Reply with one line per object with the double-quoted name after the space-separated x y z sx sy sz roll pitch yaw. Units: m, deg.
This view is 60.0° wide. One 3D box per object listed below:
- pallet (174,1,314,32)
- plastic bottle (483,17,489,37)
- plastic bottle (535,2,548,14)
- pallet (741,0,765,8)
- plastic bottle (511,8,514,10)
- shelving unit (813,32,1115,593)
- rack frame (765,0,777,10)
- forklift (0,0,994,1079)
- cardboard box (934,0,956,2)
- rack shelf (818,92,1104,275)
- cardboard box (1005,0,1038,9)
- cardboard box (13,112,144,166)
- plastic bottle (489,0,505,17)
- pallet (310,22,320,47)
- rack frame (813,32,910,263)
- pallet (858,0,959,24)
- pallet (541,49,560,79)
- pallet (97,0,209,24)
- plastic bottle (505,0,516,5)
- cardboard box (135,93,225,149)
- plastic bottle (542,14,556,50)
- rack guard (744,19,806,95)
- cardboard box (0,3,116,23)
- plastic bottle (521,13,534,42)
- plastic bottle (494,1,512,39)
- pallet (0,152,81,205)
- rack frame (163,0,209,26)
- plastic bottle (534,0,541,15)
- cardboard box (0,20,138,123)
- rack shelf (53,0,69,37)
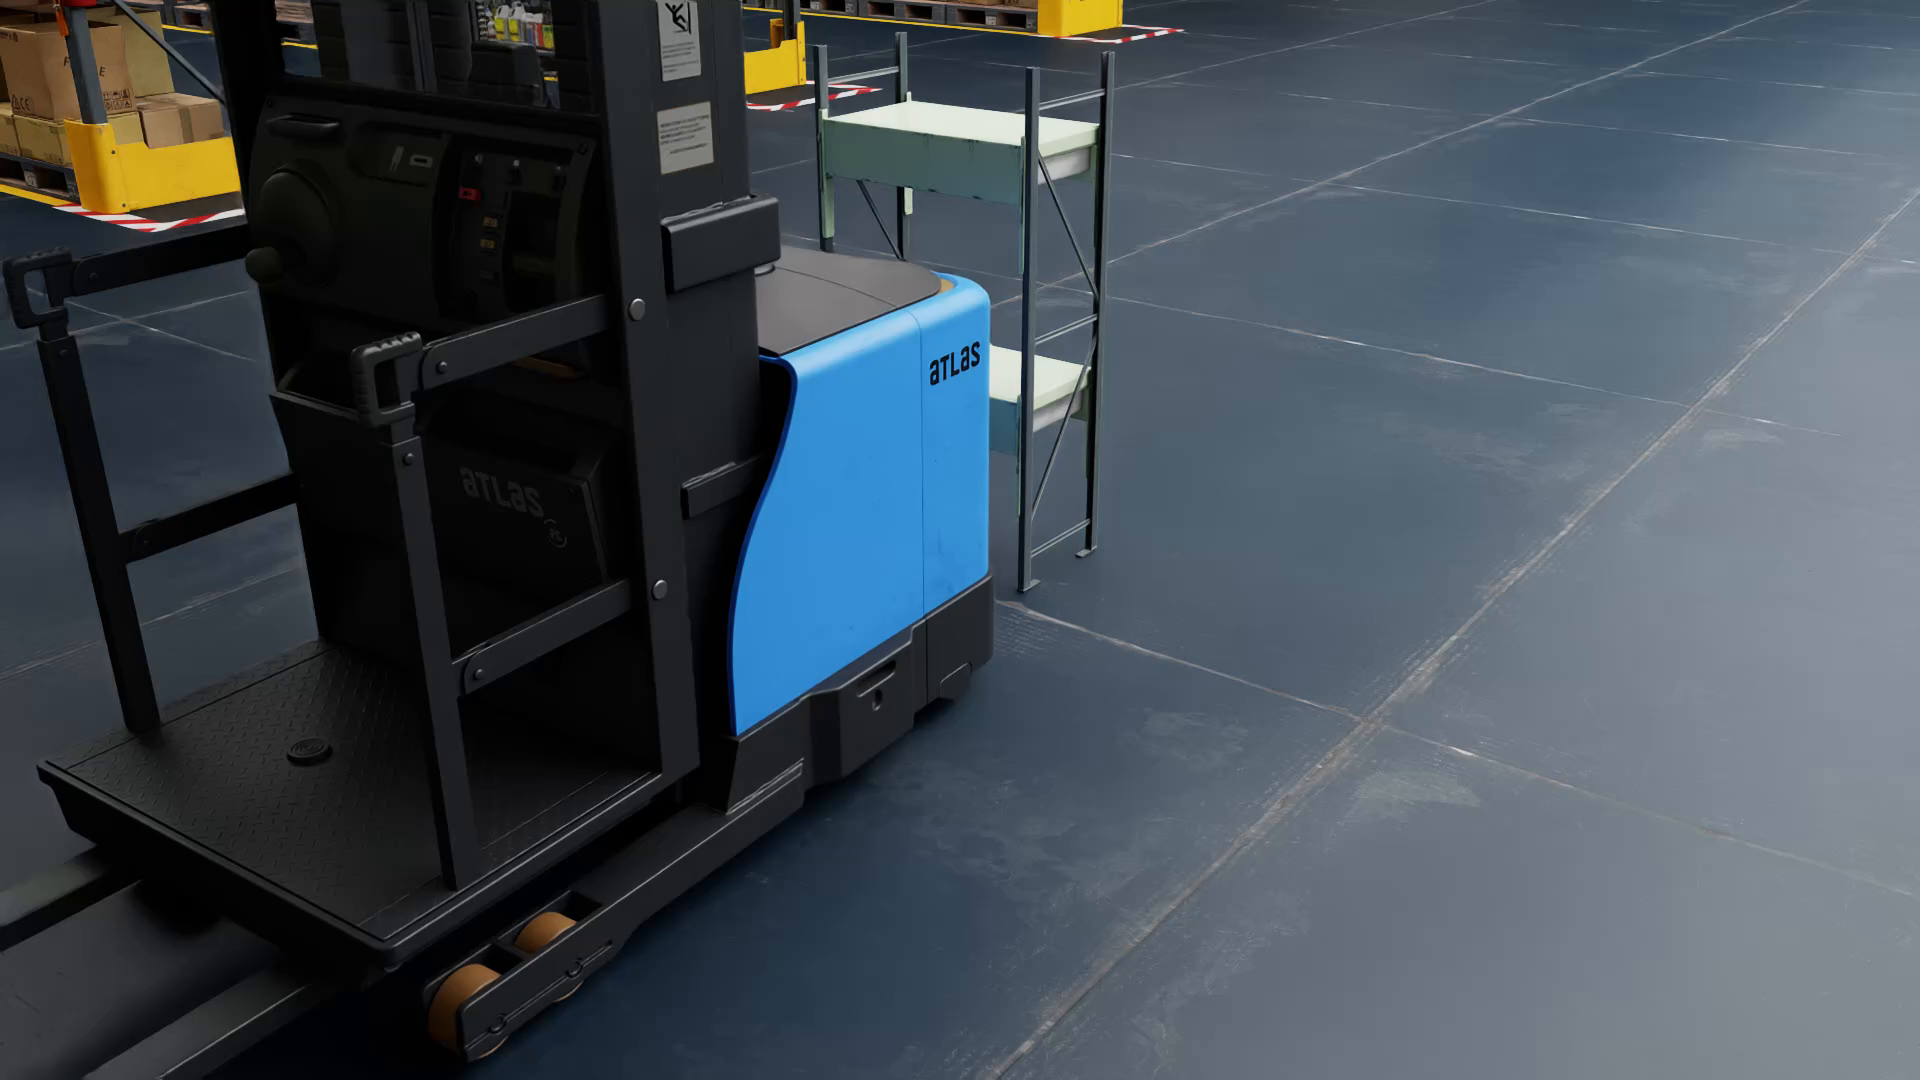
-7.465 -5.506 17.484 1.213 0.211 1.003 17 29 33 "pallet"
-4.206 -4.545 14.668 0.133 0.283 0.061 18 30 36 "plastic bottle"
-3.802 -4.746 15.125 0.133 0.283 0.061 17 29 33 "plastic bottle"
-2.515 -6.524 19.796 1.213 0.211 1.003 17 29 33 "pallet"
-3.904 -4.546 14.679 0.135 0.276 0.152 17 29 33 "plastic bottle"
0.005 -0.685 4.944 0.755 1.500 0.431 17 29 33 "shelving unit"
-1.891 -7.612 18.807 0.127 3.000 1.000 17 29 33 "rack frame"
-1.152 -0.603 2.983 1.130 2.935 3.031 15 28 31 "forklift"
-0.168 -6.141 18.047 0.500 0.500 0.500 20 31 38 "cardboard box"
0.005 -1.042 4.787 0.720 0.370 0.431 17 29 33 "rack shelf"
0.820 -5.850 17.386 0.500 0.500 0.500 -20 31 -38 "cardboard box"
-5.241 -2.418 9.907 0.500 0.250 0.500 17 29 33 "cardboard box"
-4.259 -4.894 15.378 0.185 0.351 0.144 17 29 33 "plastic bottle"
-5.513 -4.916 16.145 1.213 0.211 1.003 17 29 33 "pallet"
-0.288 -0.773 5.145 0.023 1.500 0.400 17 29 33 "rack frame"
-0.352 -5.891 18.357 1.213 0.211 1.003 17 29 33 "pallet"
-3.368 -4.268 14.674 1.213 0.211 1.003 17 29 33 "pallet"
-8.718 -5.883 18.340 1.213 0.211 1.003 17 29 33 "pallet"
-4.173 -4.941 15.483 0.185 0.351 0.144 16 28 32 "plastic bottle"
-4.930 -2.585 10.287 0.500 0.250 0.500 17 29 33 "cardboard box"
-3.497 -4.331 14.182 0.133 0.283 0.061 18 29 35 "plastic bottle"
-1.749 -3.906 13.496 0.348 0.500 1.175 17 29 33 "rack guard"
-5.739 -3.166 10.674 0.500 0.500 0.500 17 29 33 "cardboard box"
-3.689 -4.408 14.367 0.135 0.276 0.152 16 28 32 "plastic bottle"
-3.973 -4.526 14.542 0.185 0.351 0.144 17 29 33 "plastic bottle"
-5.271 -2.345 10.311 1.213 0.211 1.003 17 29 33 "pallet"
-8.062 -6.982 17.376 0.127 3.000 1.000 17 29 33 "rack frame"
-3.864 -4.838 15.333 0.133 0.283 0.061 19 30 37 "plastic bottle"
-5.242 -2.761 9.755 0.500 0.500 0.500 17 29 33 "cardboard box"
-6.235 -3.604 10.603 4.000 0.370 1.077 17 29 33 "rack shelf"
